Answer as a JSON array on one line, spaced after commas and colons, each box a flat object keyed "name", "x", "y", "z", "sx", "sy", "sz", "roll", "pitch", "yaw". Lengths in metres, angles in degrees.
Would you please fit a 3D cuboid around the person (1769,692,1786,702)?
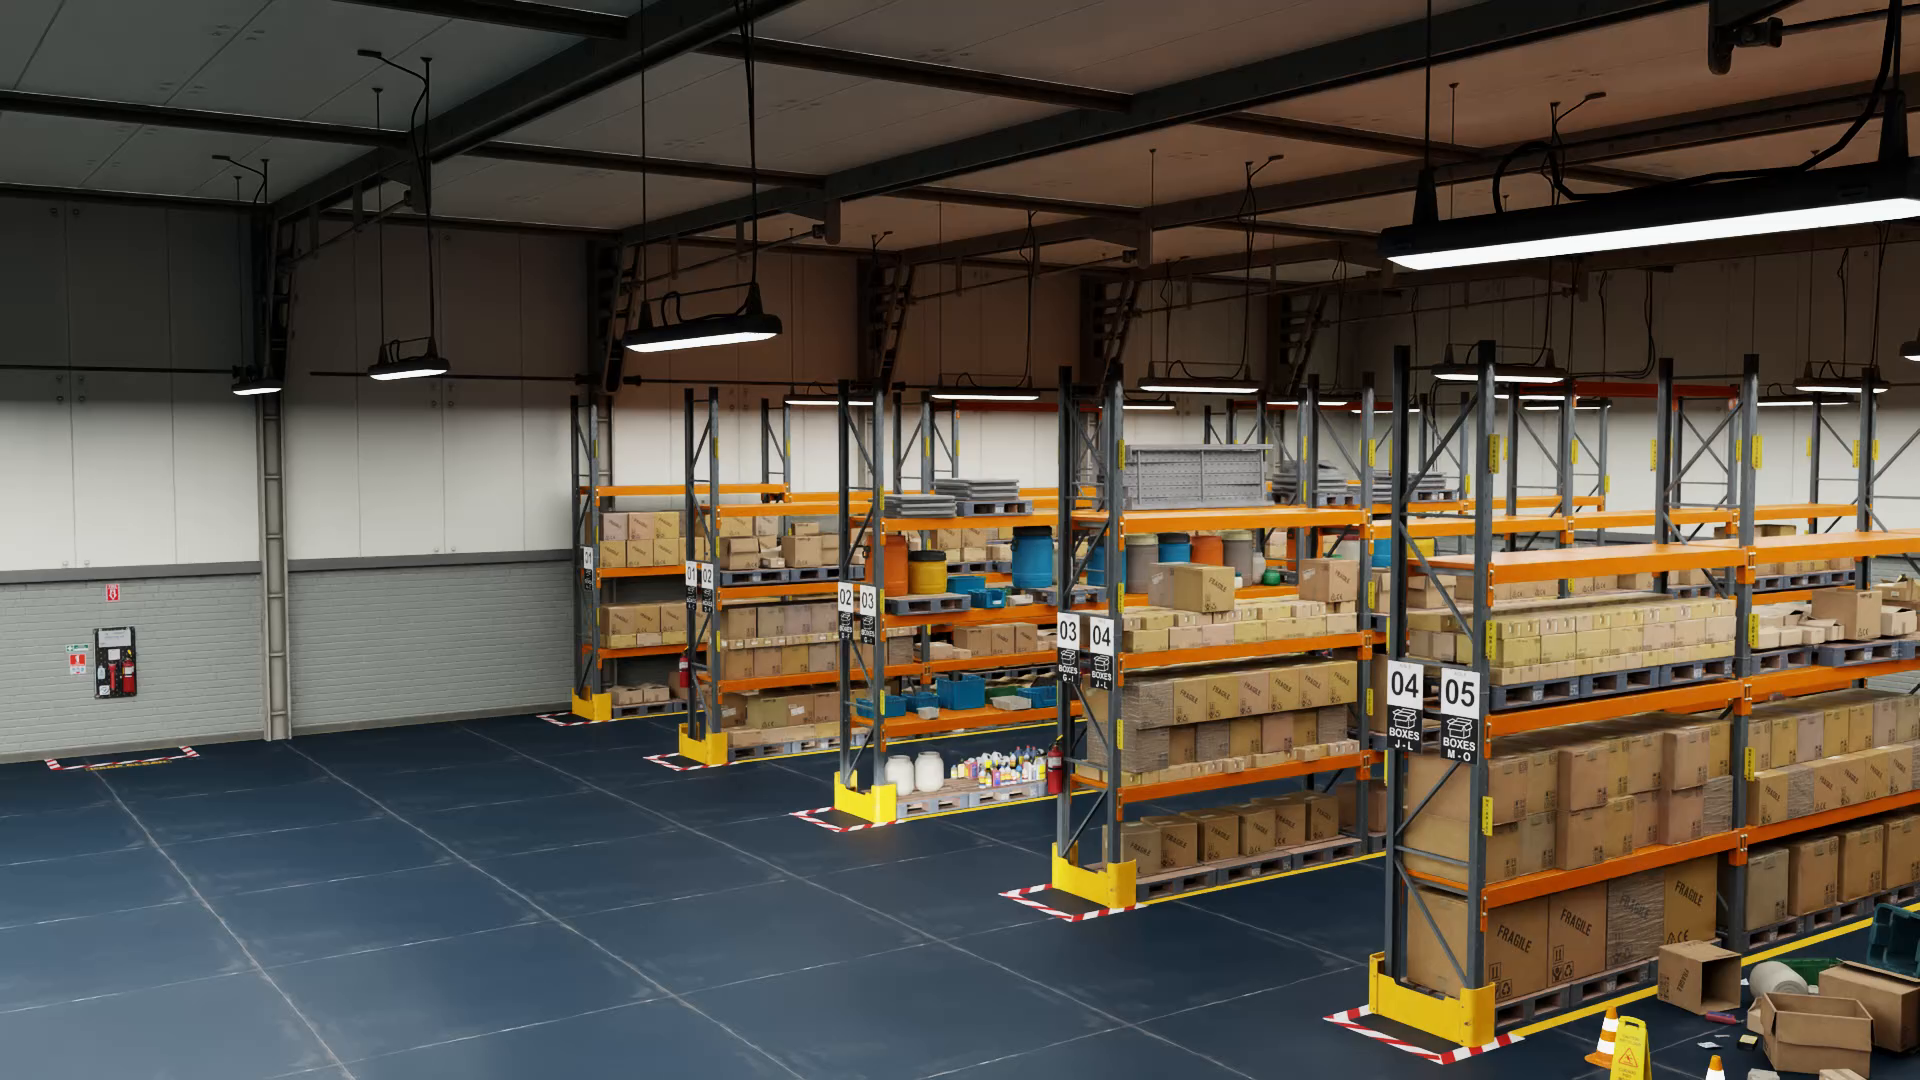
[{"name": "person", "x": 11.698, "y": 2.947, "z": 23.838, "sx": 0.839, "sy": 1.549, "sz": 0.458, "roll": -2, "pitch": 4, "yaw": -25}]
